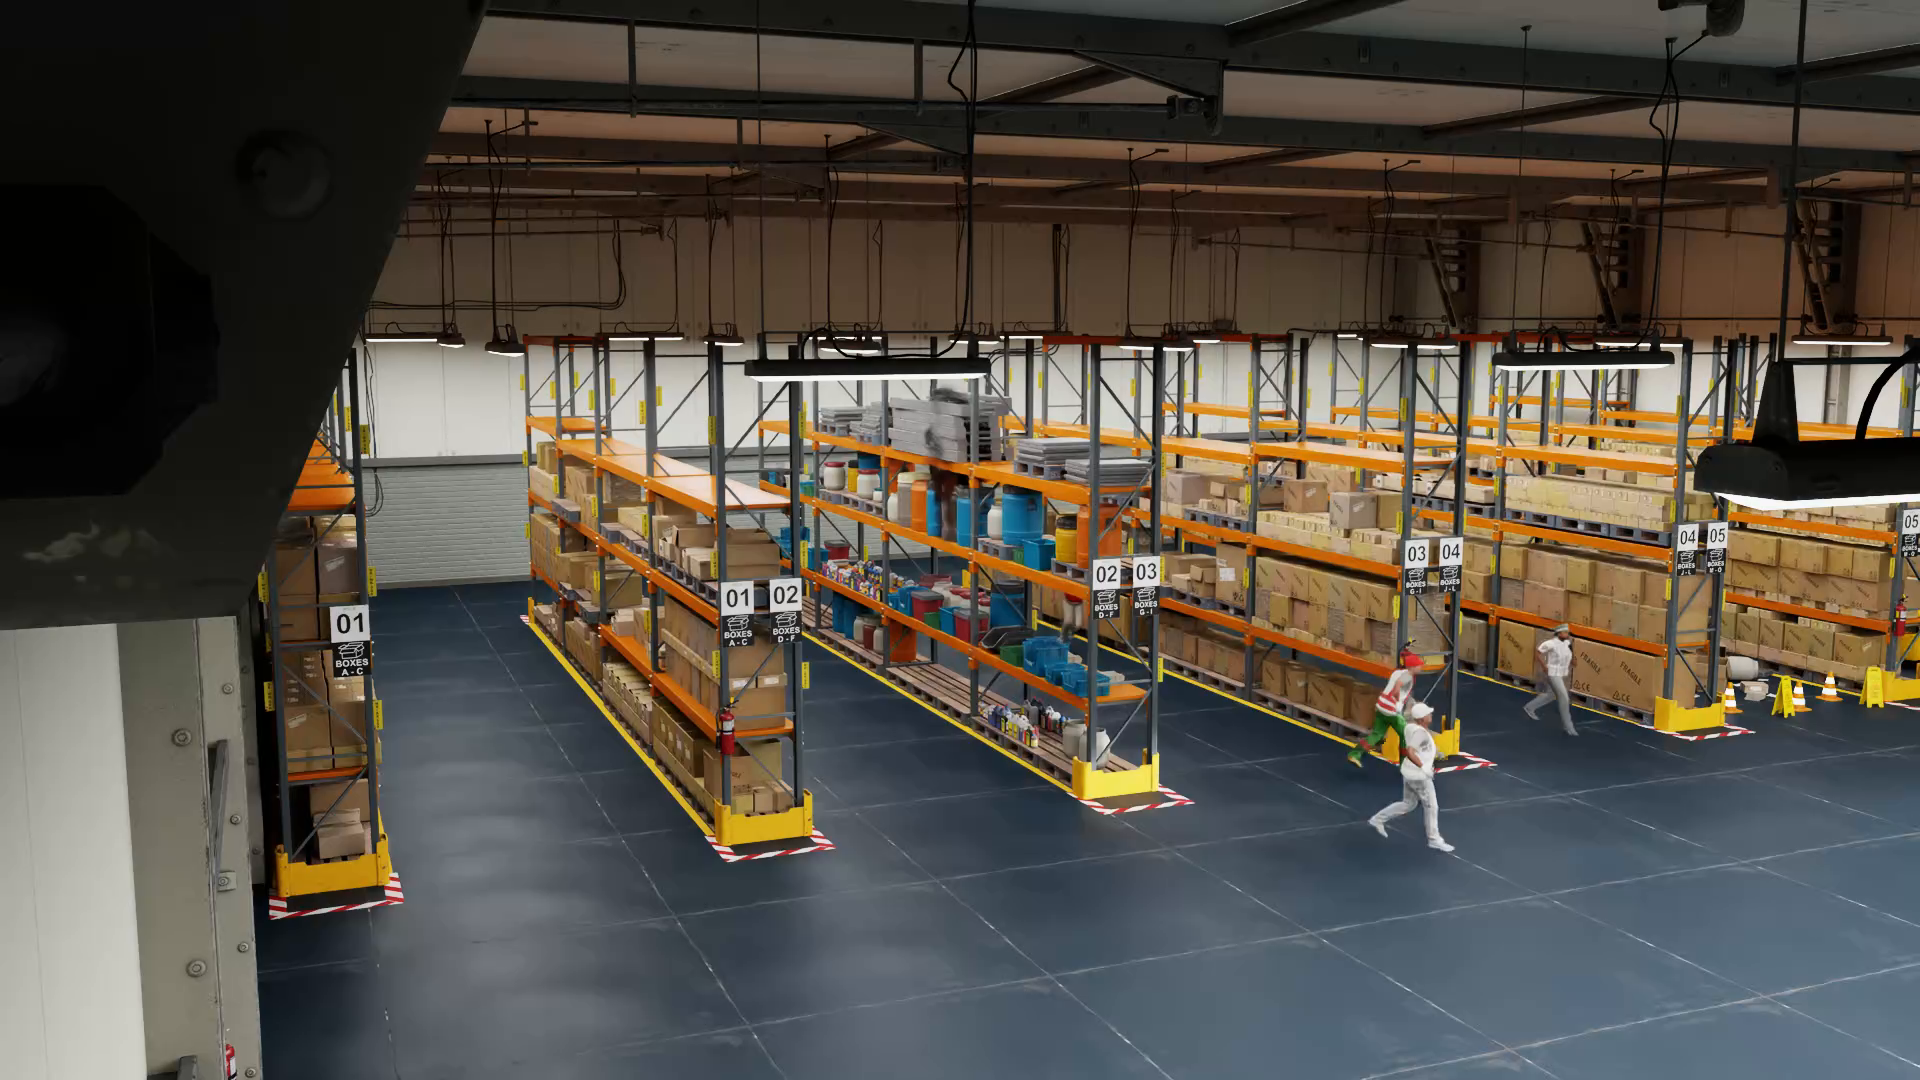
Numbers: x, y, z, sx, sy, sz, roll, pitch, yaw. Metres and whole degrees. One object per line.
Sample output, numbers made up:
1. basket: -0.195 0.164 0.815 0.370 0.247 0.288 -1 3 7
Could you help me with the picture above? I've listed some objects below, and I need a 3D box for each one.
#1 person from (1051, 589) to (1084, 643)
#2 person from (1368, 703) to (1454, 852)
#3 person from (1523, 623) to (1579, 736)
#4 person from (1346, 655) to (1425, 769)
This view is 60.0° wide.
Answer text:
1. person: 2.152 1.243 31.403 0.742 1.563 0.780 -2 8 -13
2. person: 5.414 2.818 19.818 0.989 1.777 0.688 0 8 1
3. person: 9.162 2.112 25.662 0.531 1.745 0.994 -7 10 -41
4. person: 5.908 2.453 23.080 1.064 1.731 0.703 0 8 -2
